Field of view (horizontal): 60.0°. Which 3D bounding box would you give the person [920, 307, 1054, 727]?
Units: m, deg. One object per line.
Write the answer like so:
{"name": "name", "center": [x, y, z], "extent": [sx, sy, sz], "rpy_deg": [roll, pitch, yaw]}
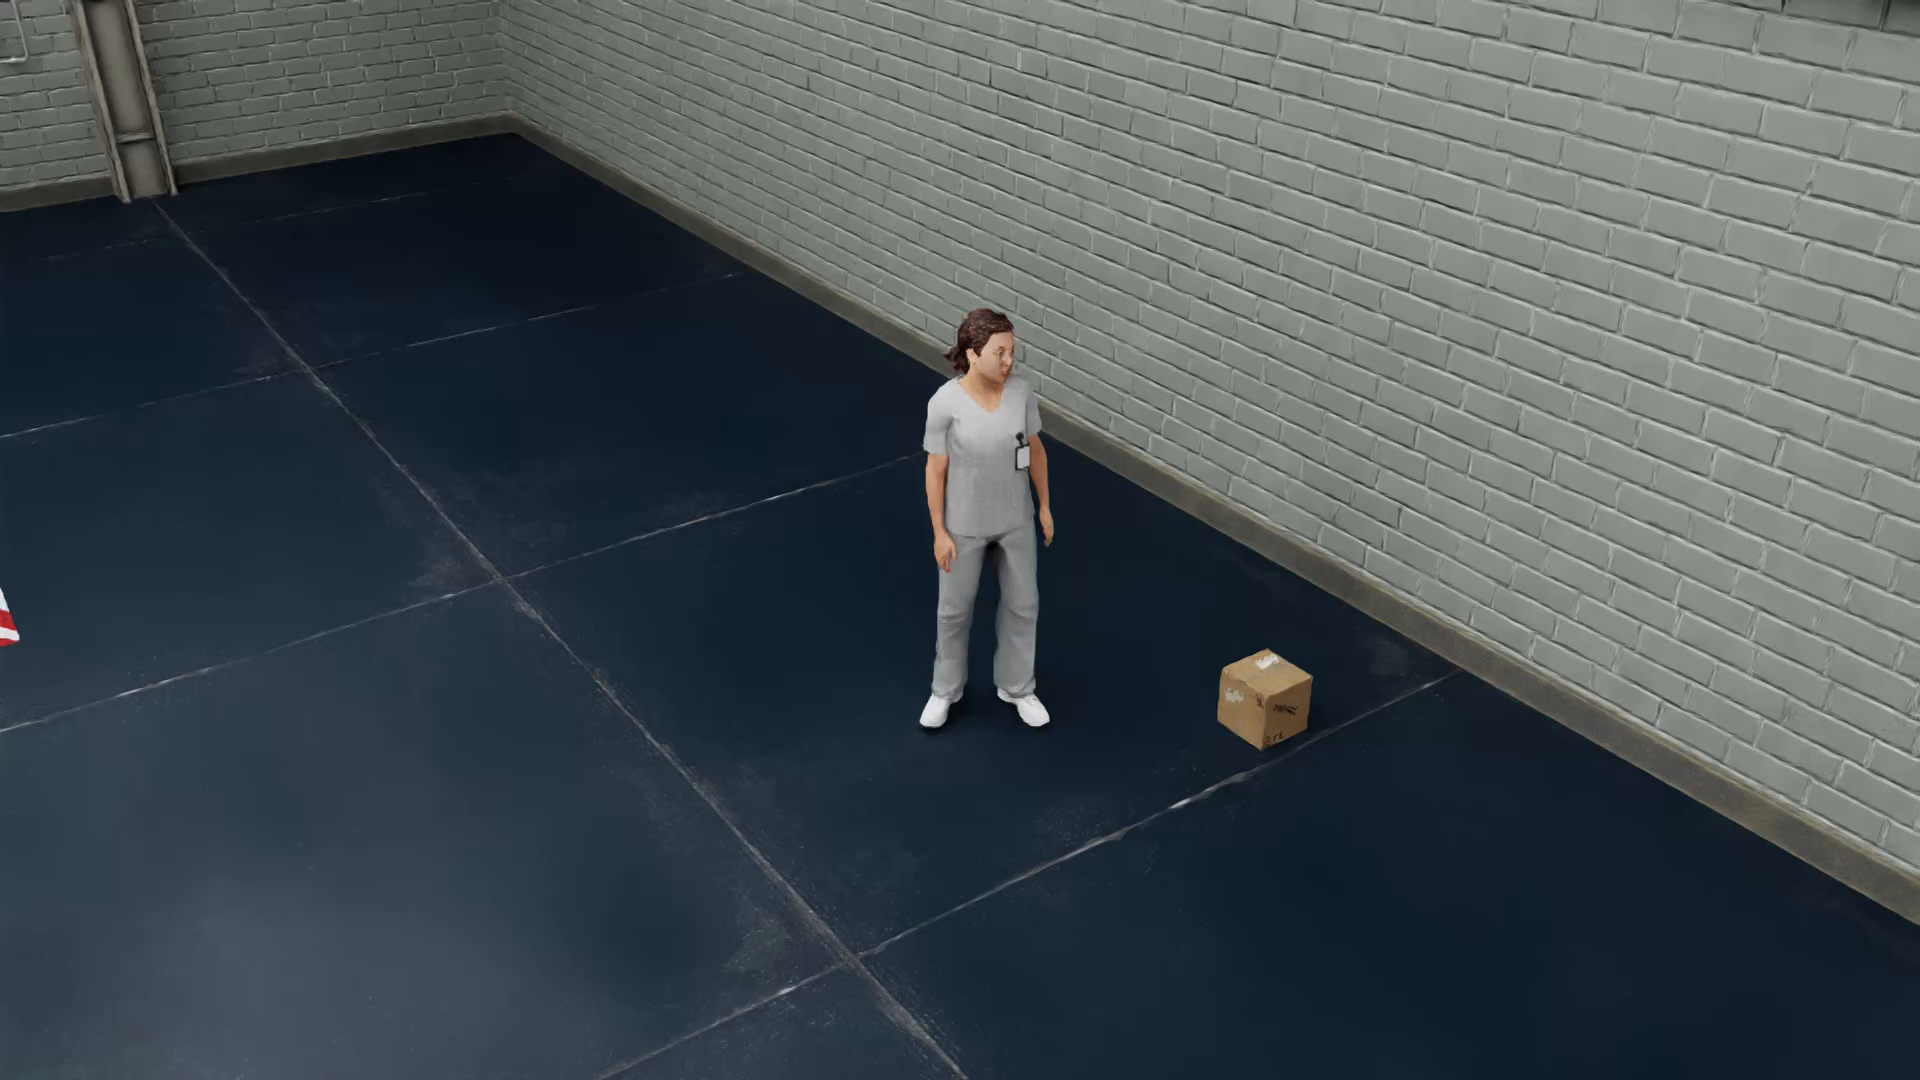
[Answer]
{"name": "person", "center": [0.093, -0.056, 6.185], "extent": [0.540, 1.681, 0.366], "rpy_deg": [-8, 30, -15]}
